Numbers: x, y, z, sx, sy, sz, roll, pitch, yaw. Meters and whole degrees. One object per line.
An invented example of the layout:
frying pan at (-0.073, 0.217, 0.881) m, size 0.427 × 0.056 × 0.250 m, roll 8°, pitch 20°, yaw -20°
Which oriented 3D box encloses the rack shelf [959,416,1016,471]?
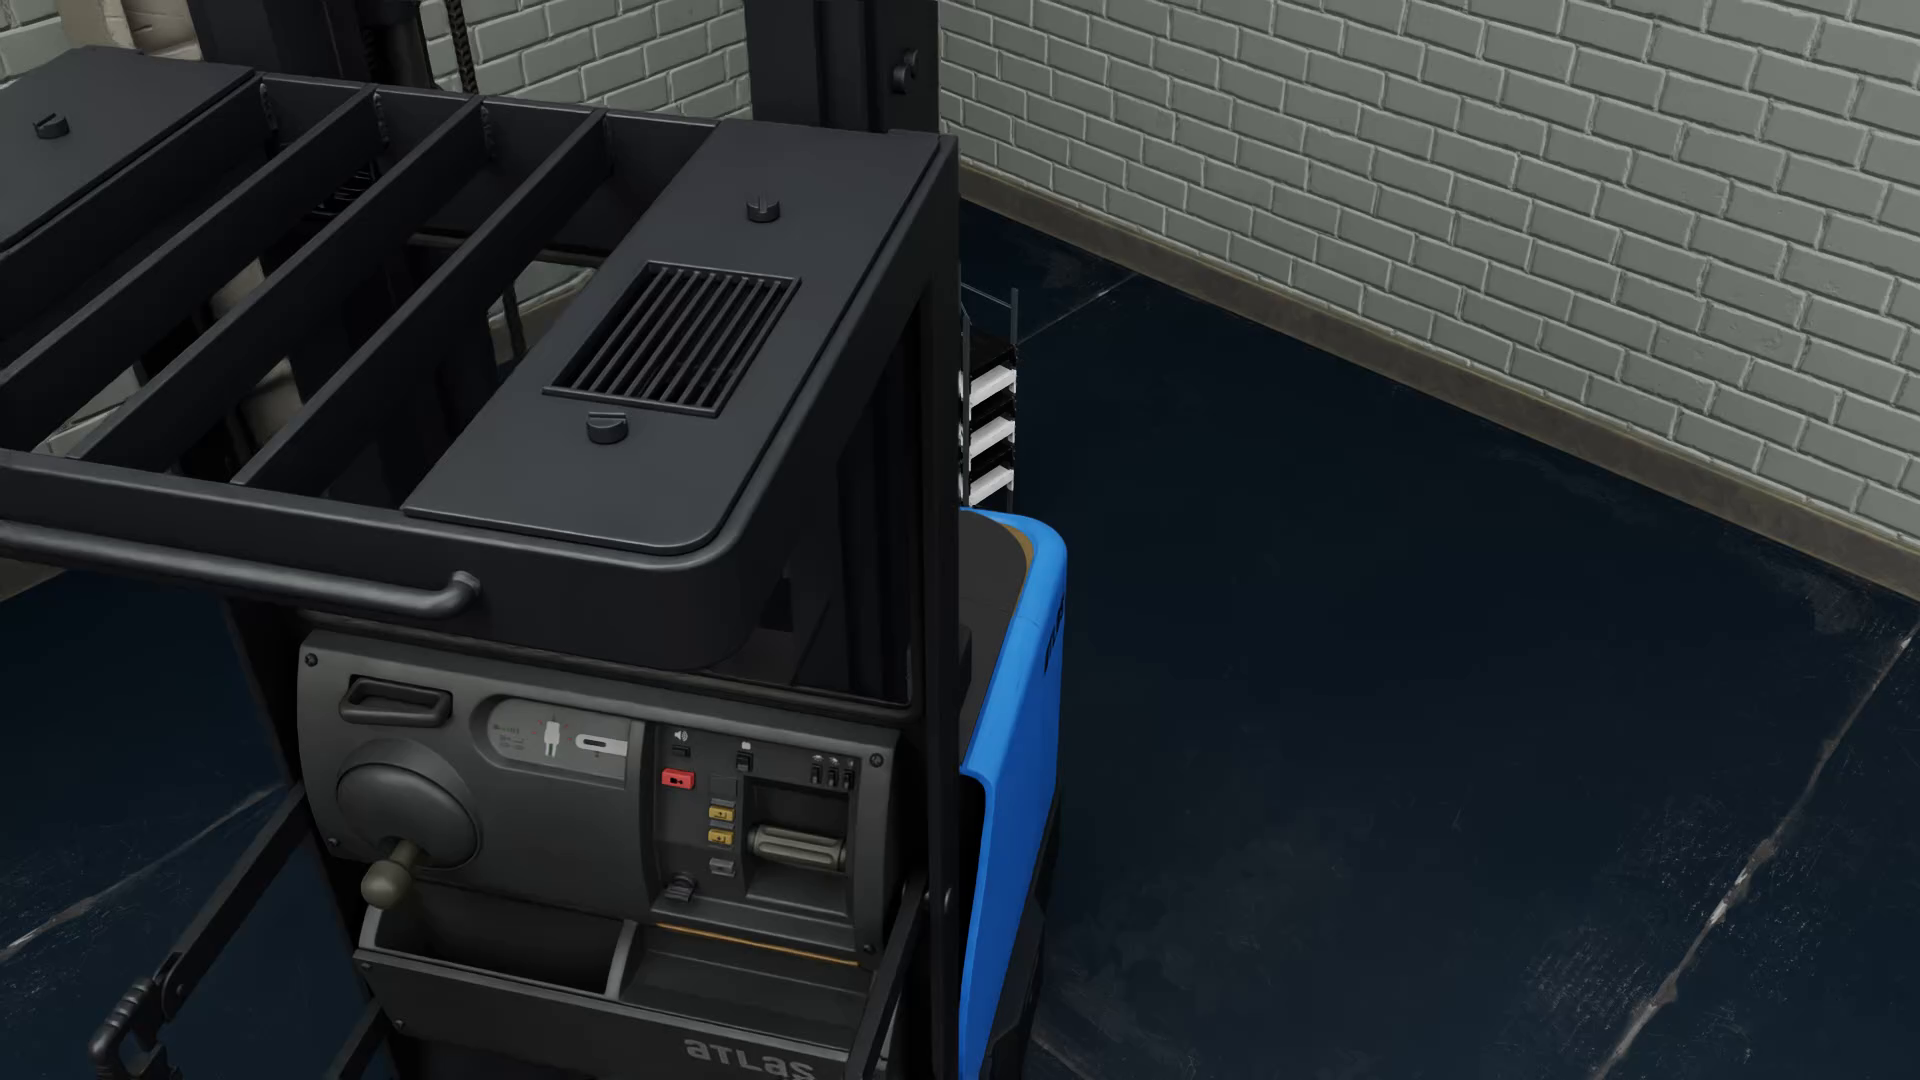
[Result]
rack shelf at (0.005, -0.330, 4.995) m, size 0.258 × 0.077 × 0.200 m, roll 30°, pitch 47°, yaw 32°

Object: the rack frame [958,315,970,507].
rack frame at (-0.063, -0.309, 4.916) m, size 0.240 × 0.900 × 0.006 m, roll 30°, pitch 47°, yaw 32°

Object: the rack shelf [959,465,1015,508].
rack shelf at (0.005, -0.189, 5.107) m, size 0.258 × 0.077 × 0.200 m, roll 30°, pitch 47°, yaw 32°

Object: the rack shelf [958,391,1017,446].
rack shelf at (0.005, -0.400, 4.939) m, size 0.258 × 0.077 × 0.200 m, roll 30°, pitch 47°, yaw 32°

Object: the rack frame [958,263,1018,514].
rack frame at (0.074, -0.403, 5.033) m, size 0.240 × 0.900 × 0.006 m, roll 30°, pitch 47°, yaw 32°

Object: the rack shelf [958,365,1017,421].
rack shelf at (0.005, -0.471, 4.883) m, size 0.258 × 0.077 × 0.200 m, roll 30°, pitch 47°, yaw 32°

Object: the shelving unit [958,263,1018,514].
shelving unit at (0.005, -0.356, 4.975) m, size 0.258 × 0.900 × 0.210 m, roll 30°, pitch 47°, yaw 32°

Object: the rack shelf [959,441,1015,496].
rack shelf at (0.005, -0.259, 5.051) m, size 0.258 × 0.077 × 0.200 m, roll 30°, pitch 47°, yaw 32°

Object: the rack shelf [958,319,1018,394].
rack shelf at (0.006, -0.541, 4.827) m, size 0.258 × 0.077 × 0.200 m, roll 30°, pitch 47°, yaw 32°

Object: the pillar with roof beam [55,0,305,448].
pillar with roof beam at (1.004, -1.907, 0.418) m, size 9.100 × 9.000 × 0.400 m, roll 30°, pitch 47°, yaw 32°

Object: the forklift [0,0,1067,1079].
forklift at (-0.599, 0.471, 2.303) m, size 1.130 × 2.935 × 3.031 m, roll 9°, pitch 39°, yaw 11°
